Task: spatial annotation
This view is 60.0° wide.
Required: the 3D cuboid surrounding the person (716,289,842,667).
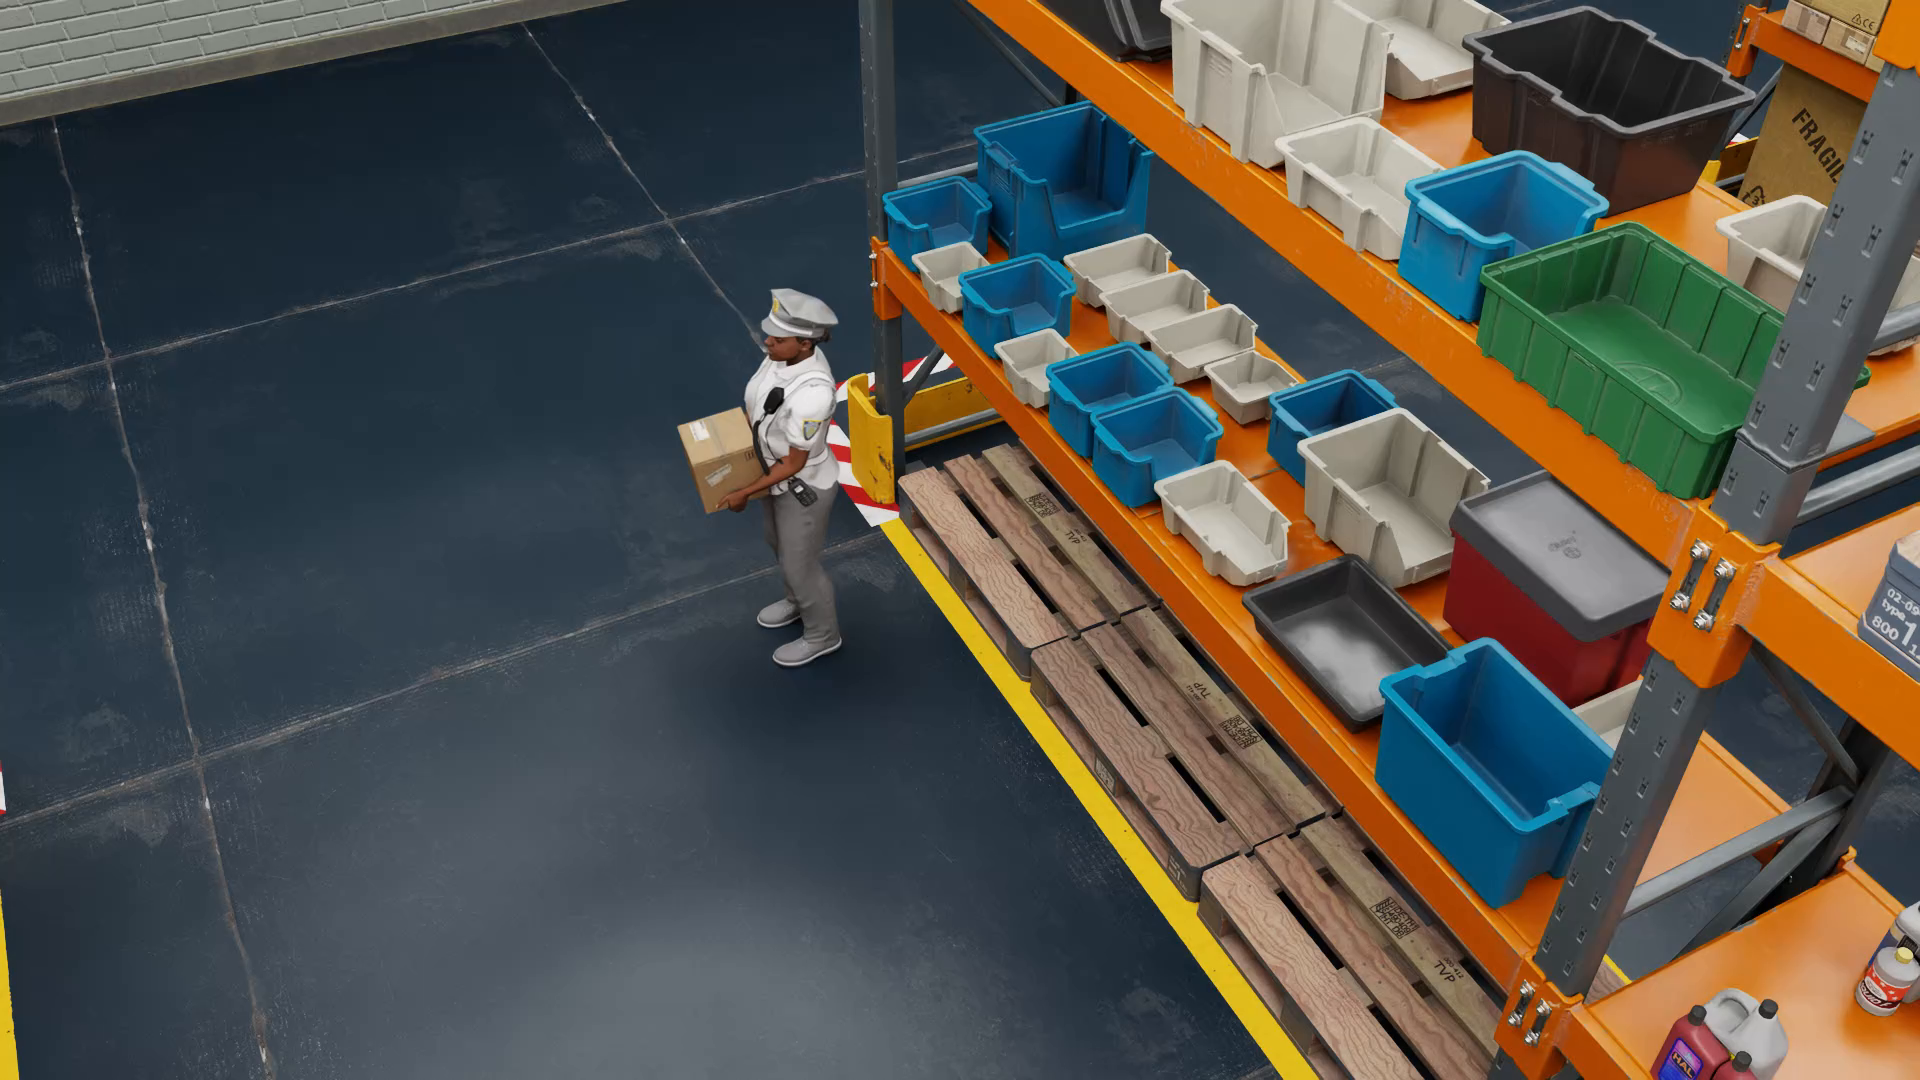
[{"bbox_3d":[-0.708,-0.225,6.405,0.531,1.687,0.451,-14,43,-15],"label":"person"}]
